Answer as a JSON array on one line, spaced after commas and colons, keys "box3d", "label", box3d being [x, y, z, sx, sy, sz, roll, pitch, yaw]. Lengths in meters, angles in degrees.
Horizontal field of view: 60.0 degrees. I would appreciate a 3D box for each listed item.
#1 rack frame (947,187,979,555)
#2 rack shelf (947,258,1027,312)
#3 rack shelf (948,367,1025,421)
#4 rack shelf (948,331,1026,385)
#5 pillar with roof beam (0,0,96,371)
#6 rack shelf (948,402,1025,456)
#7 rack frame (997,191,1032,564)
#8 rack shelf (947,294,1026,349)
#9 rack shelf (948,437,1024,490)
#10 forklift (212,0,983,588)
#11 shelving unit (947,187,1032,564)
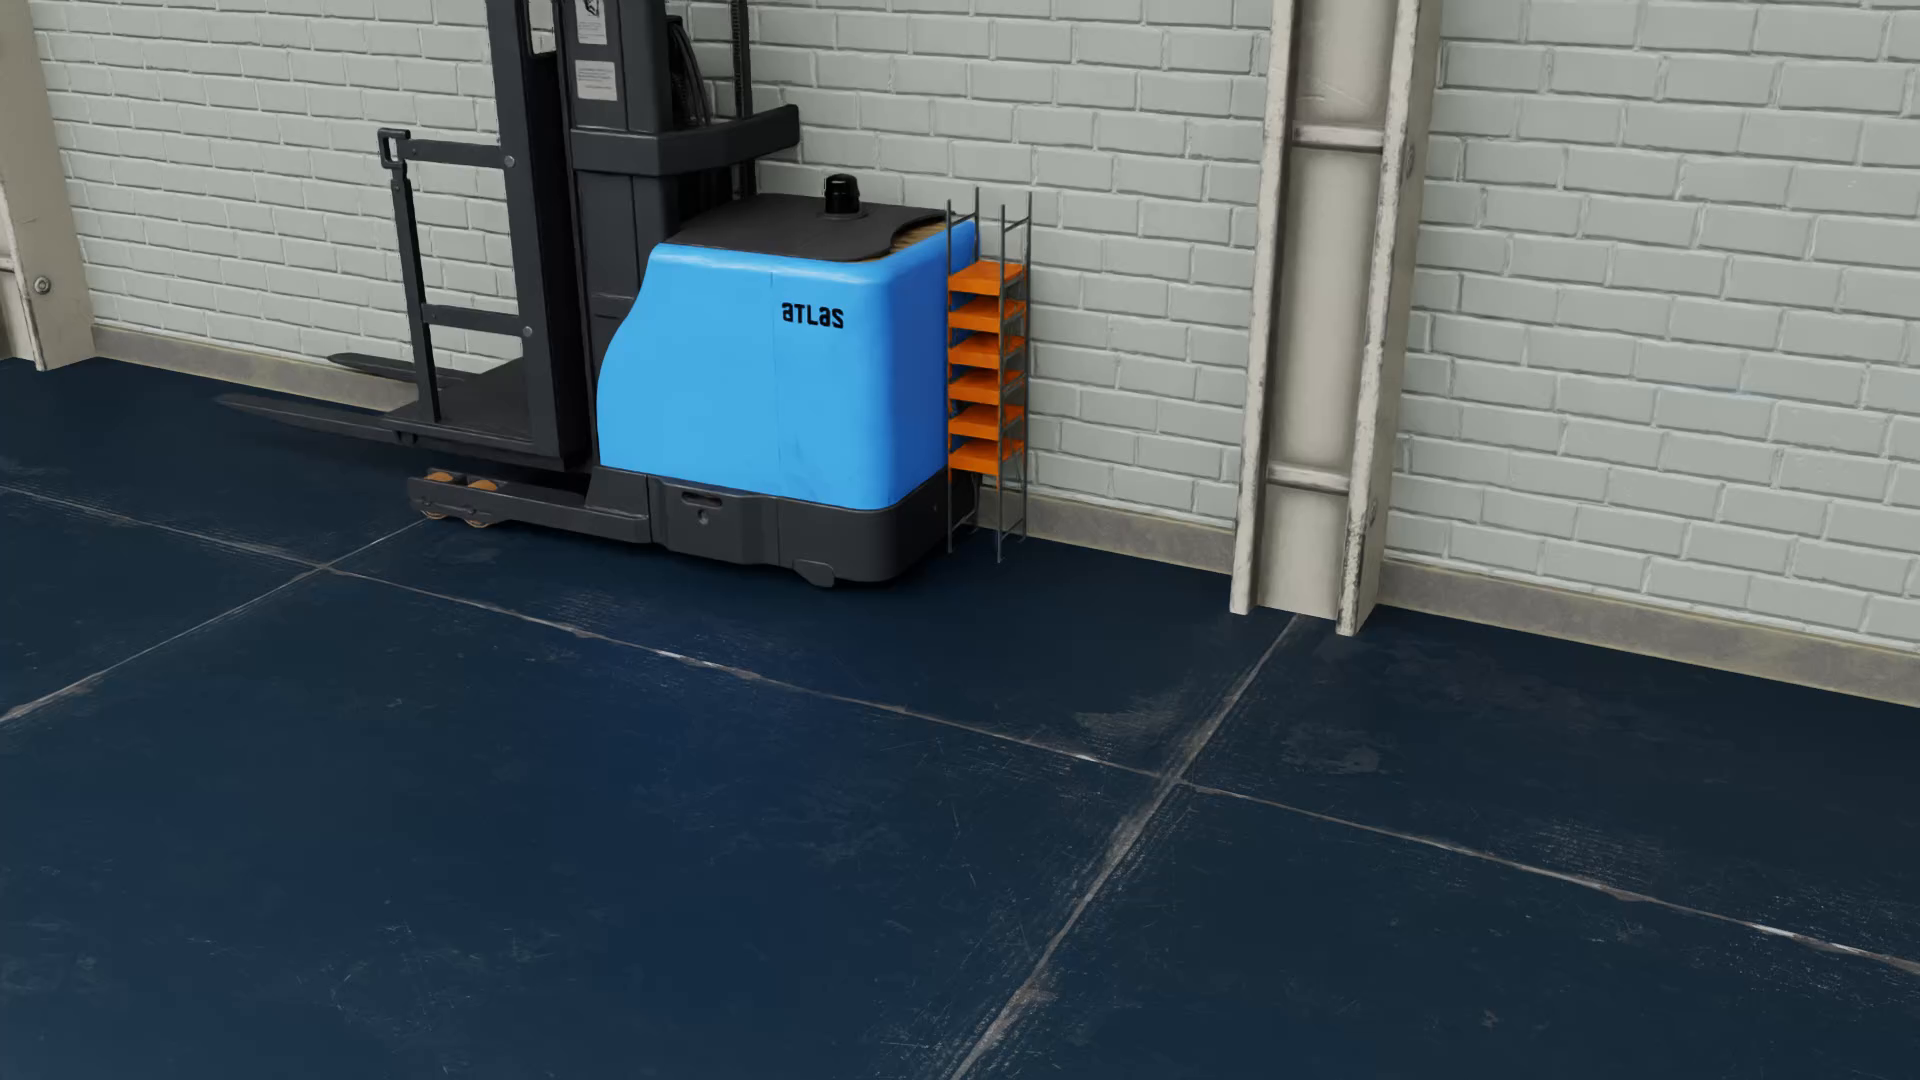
[{"box3d": [0.011, -0.545, 5.498, 0.006, 1.200, 0.240, 10, 25, 22], "label": "rack frame"}, {"box3d": [0.094, -0.820, 5.340, 0.180, 0.103, 0.258, 10, 25, 22], "label": "rack shelf"}, {"box3d": [0.094, -0.489, 5.480, 0.180, 0.103, 0.258, 10, 25, 22], "label": "rack shelf"}, {"box3d": [0.094, -0.600, 5.434, 0.180, 0.103, 0.258, 10, 25, 22], "label": "rack shelf"}, {"box3d": [-6.207, -3.491, 2.459, 0.400, 9.000, 9.100, 11, 25, 25], "label": "pillar with roof beam"}, {"box3d": [0.094, -0.379, 5.527, 0.180, 0.103, 0.258, 10, 25, 22], "label": "rack shelf"}, {"box3d": [0.178, -0.515, 5.428, 0.006, 1.200, 0.240, 10, 25, 22], "label": "rack frame"}, {"box3d": [0.094, -0.710, 5.387, 0.180, 0.103, 0.258, 10, 25, 22], "label": "rack shelf"}, {"box3d": [0.094, -0.268, 5.574, 0.180, 0.103, 0.258, 10, 25, 22], "label": "rack shelf"}, {"box3d": [-1.399, -1.566, 5.688, 3.031, 2.935, 1.130, 10, 25, 22], "label": "forklift"}, {"box3d": [0.094, -0.530, 5.463, 0.189, 1.200, 0.258, 10, 25, 22], "label": "shelving unit"}]
